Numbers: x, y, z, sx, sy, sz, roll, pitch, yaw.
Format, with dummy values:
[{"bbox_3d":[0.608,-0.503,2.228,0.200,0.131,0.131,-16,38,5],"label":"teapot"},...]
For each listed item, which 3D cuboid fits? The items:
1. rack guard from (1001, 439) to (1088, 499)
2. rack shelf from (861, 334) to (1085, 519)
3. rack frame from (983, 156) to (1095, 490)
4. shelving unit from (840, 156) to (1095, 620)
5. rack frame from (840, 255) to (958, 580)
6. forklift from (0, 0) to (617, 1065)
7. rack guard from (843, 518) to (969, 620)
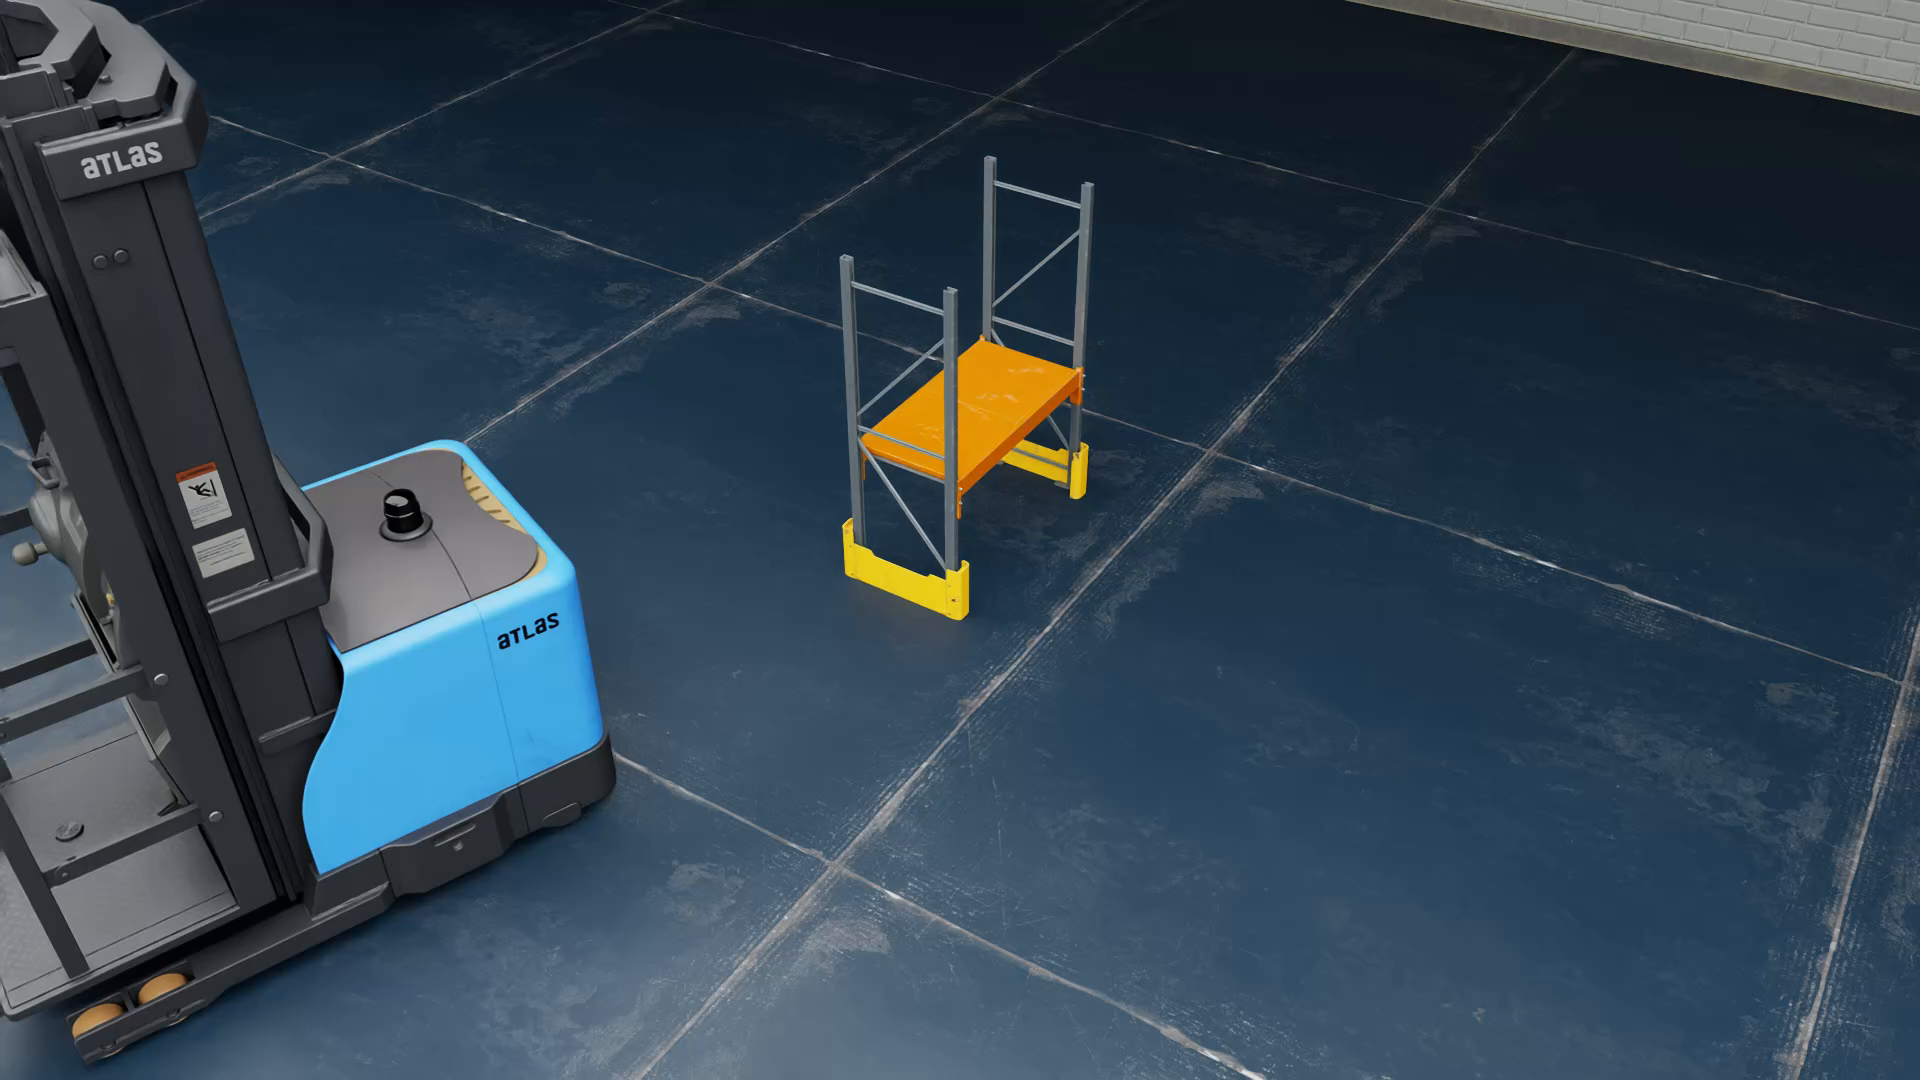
[{"bbox_3d":[0.308,-0.395,7.558,0.587,0.250,0.087,21,42,25],"label":"rack guard"},{"bbox_3d":[0.046,-0.496,6.959,0.538,0.185,1.000,21,42,25],"label":"rack shelf"},{"bbox_3d":[0.318,-0.900,7.189,0.500,1.500,0.032,21,42,25],"label":"rack frame"},{"bbox_3d":[0.041,-0.633,6.843,0.587,1.500,1.083,21,42,25],"label":"shelving unit"},{"bbox_3d":[-0.227,-0.376,6.509,0.500,1.500,0.032,21,42,25],"label":"rack frame"},{"bbox_3d":[-2.726,0.077,4.749,3.031,2.935,1.130,-24,44,-28],"label":"forklift"},{"bbox_3d":[-0.226,0.118,6.892,0.587,0.250,0.087,21,42,25],"label":"rack guard"}]
